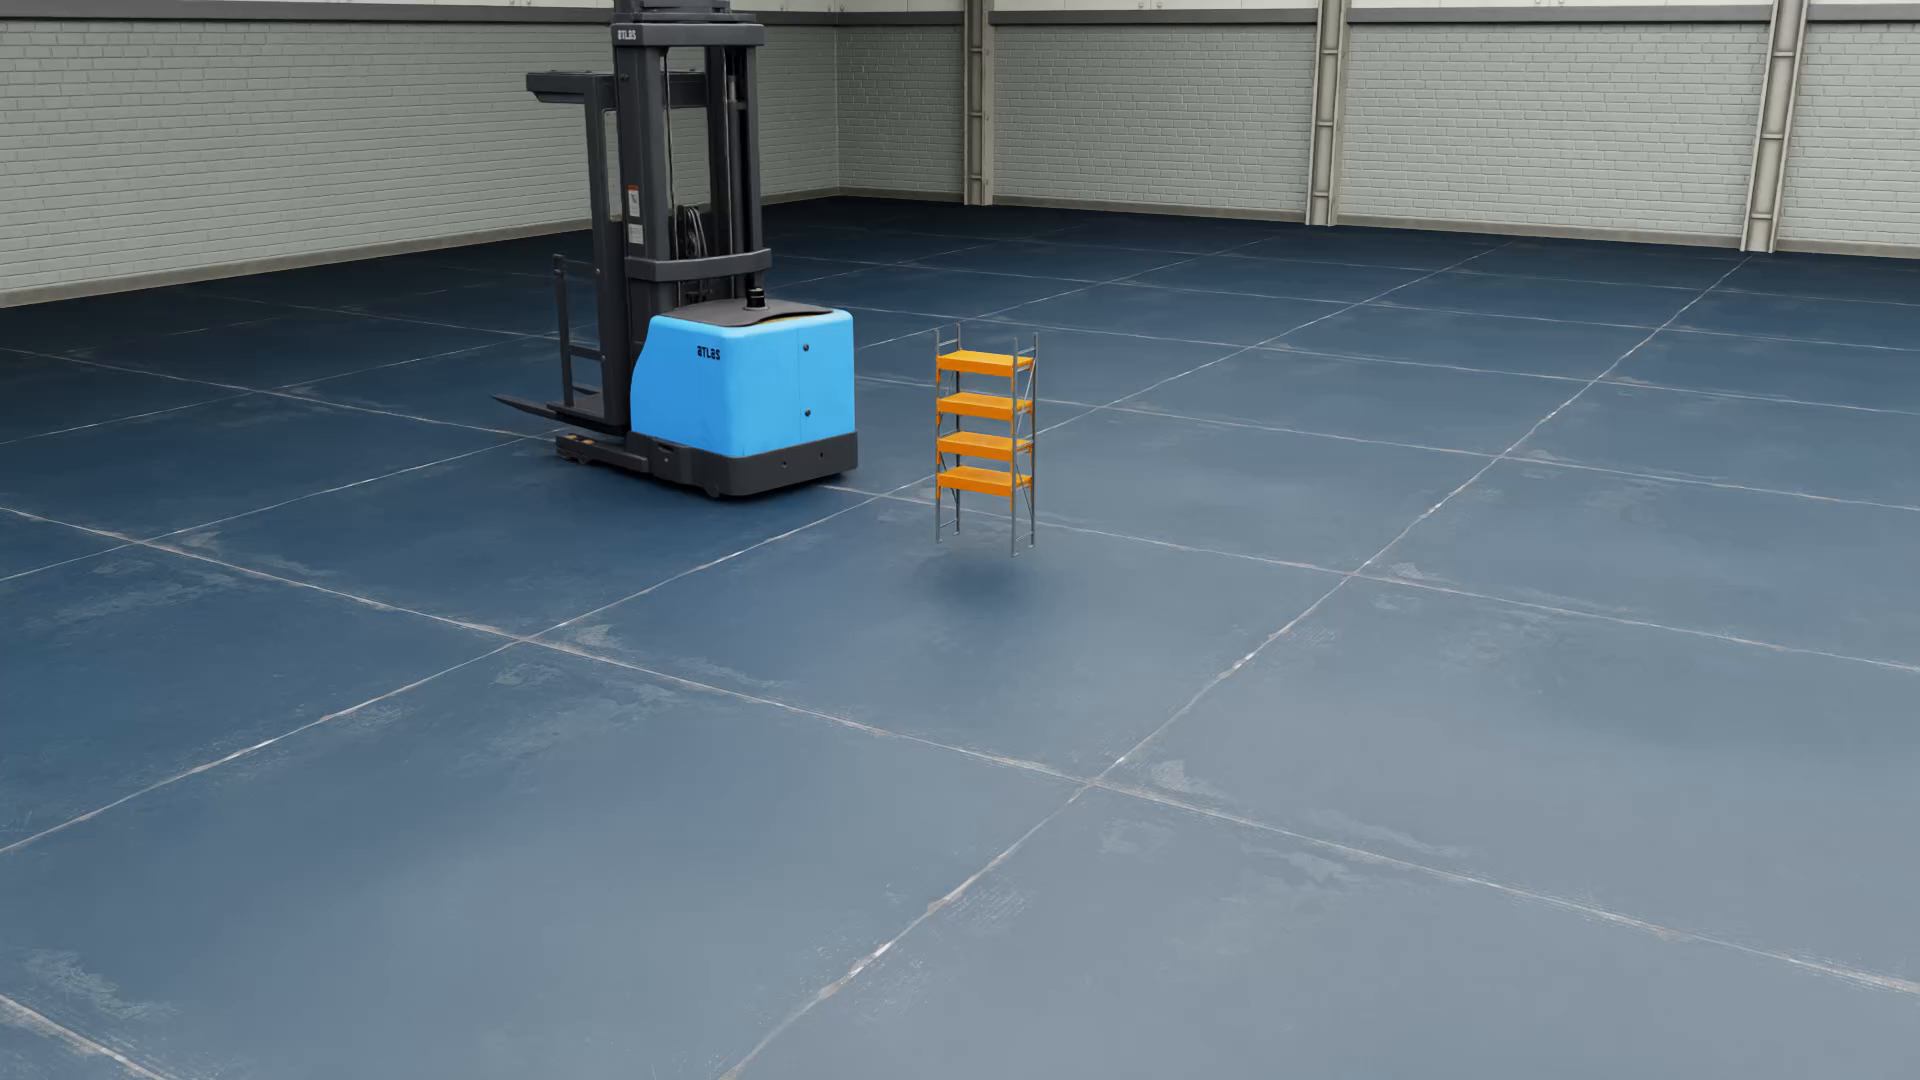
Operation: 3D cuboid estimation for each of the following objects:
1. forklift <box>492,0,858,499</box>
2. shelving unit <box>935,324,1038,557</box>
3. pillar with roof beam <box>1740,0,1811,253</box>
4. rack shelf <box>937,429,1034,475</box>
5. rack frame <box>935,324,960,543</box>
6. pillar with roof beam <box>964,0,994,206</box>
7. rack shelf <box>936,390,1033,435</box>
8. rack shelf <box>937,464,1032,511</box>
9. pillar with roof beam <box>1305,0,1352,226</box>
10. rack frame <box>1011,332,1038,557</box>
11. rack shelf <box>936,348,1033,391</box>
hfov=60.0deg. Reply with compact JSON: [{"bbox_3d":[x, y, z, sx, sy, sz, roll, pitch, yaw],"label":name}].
[{"bbox_3d":[-2.069,-1.999,10.918,3.031,2.935,1.130,15,23,41],"label":"forklift"},{"bbox_3d":[0.141,-0.549,9.124,0.503,1.200,0.258,10,20,30],"label":"shelving unit"},{"bbox_3d":[8.287,-7.064,17.155,0.400,9.000,9.100,10,20,30],"label":"pillar with roof beam"},{"bbox_3d":[0.141,-0.485,9.143,0.480,0.148,0.258,10,20,30],"label":"rack shelf"},{"bbox_3d":[-0.067,-0.586,9.246,0.015,1.200,0.240,10,20,30],"label":"rack frame"},{"bbox_3d":[-1.938,-8.890,23.164,0.400,9.000,9.100,10,20,30],"label":"pillar with roof beam"},{"bbox_3d":[0.141,-0.699,9.078,0.480,0.148,0.258,10,20,30],"label":"rack shelf"},{"bbox_3d":[0.141,-0.295,9.201,0.480,0.148,0.258,10,20,30],"label":"rack shelf"},{"bbox_3d":[3.174,-7.977,20.159,0.400,9.000,9.100,10,20,30],"label":"pillar with roof beam"},{"bbox_3d":[0.349,-0.512,9.002,0.015,1.200,0.240,10,20,30],"label":"rack frame"},{"bbox_3d":[0.141,-0.925,9.010,0.480,0.148,0.258,10,20,30],"label":"rack shelf"}]
